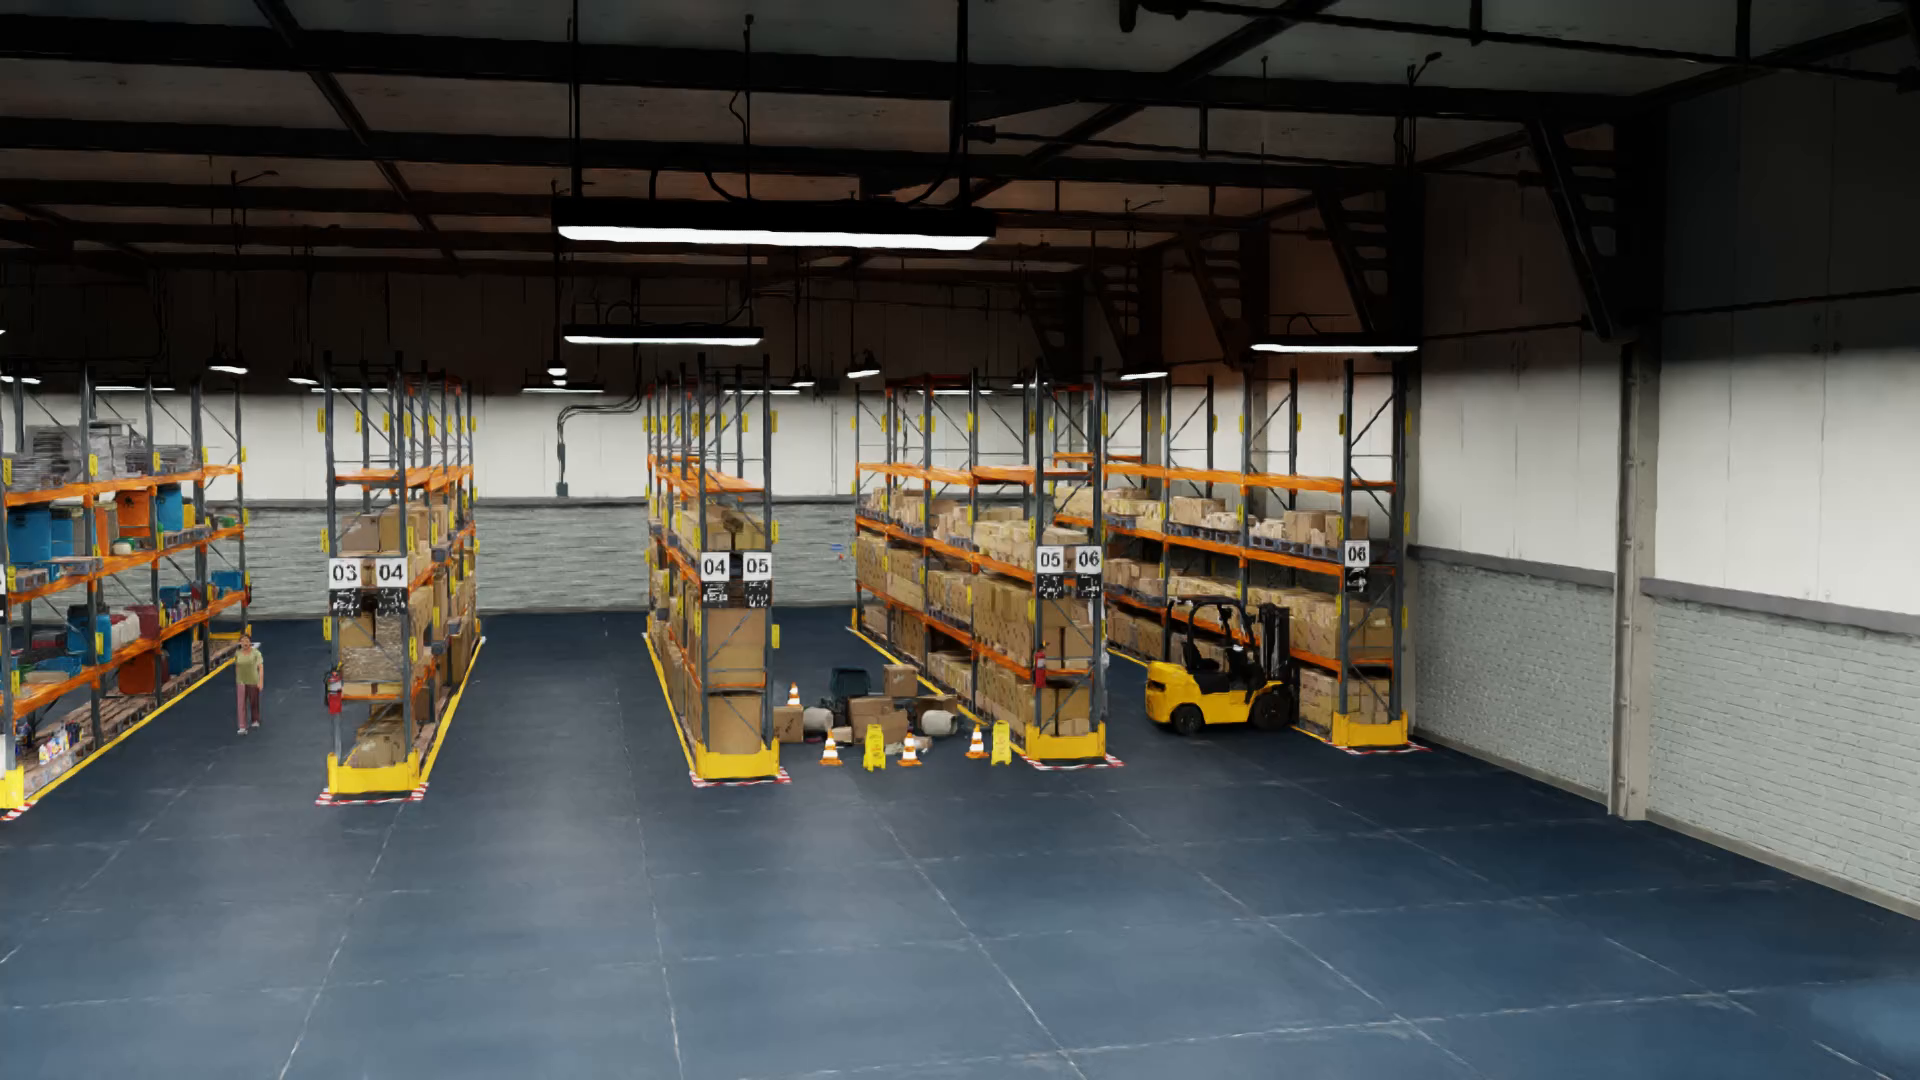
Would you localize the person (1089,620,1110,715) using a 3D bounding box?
[{"bbox_3d":[2.358,2.172,28.619,0.454,1.664,0.525,1,4,18],"label":"person"}]

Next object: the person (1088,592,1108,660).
[{"bbox_3d":[2.831,1.680,34.834,0.586,1.768,0.638,1,4,8],"label":"person"}]

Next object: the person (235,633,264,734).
[{"bbox_3d":[-11.552,2.311,27.037,0.456,1.612,1.019,-1,4,-15],"label":"person"}]
